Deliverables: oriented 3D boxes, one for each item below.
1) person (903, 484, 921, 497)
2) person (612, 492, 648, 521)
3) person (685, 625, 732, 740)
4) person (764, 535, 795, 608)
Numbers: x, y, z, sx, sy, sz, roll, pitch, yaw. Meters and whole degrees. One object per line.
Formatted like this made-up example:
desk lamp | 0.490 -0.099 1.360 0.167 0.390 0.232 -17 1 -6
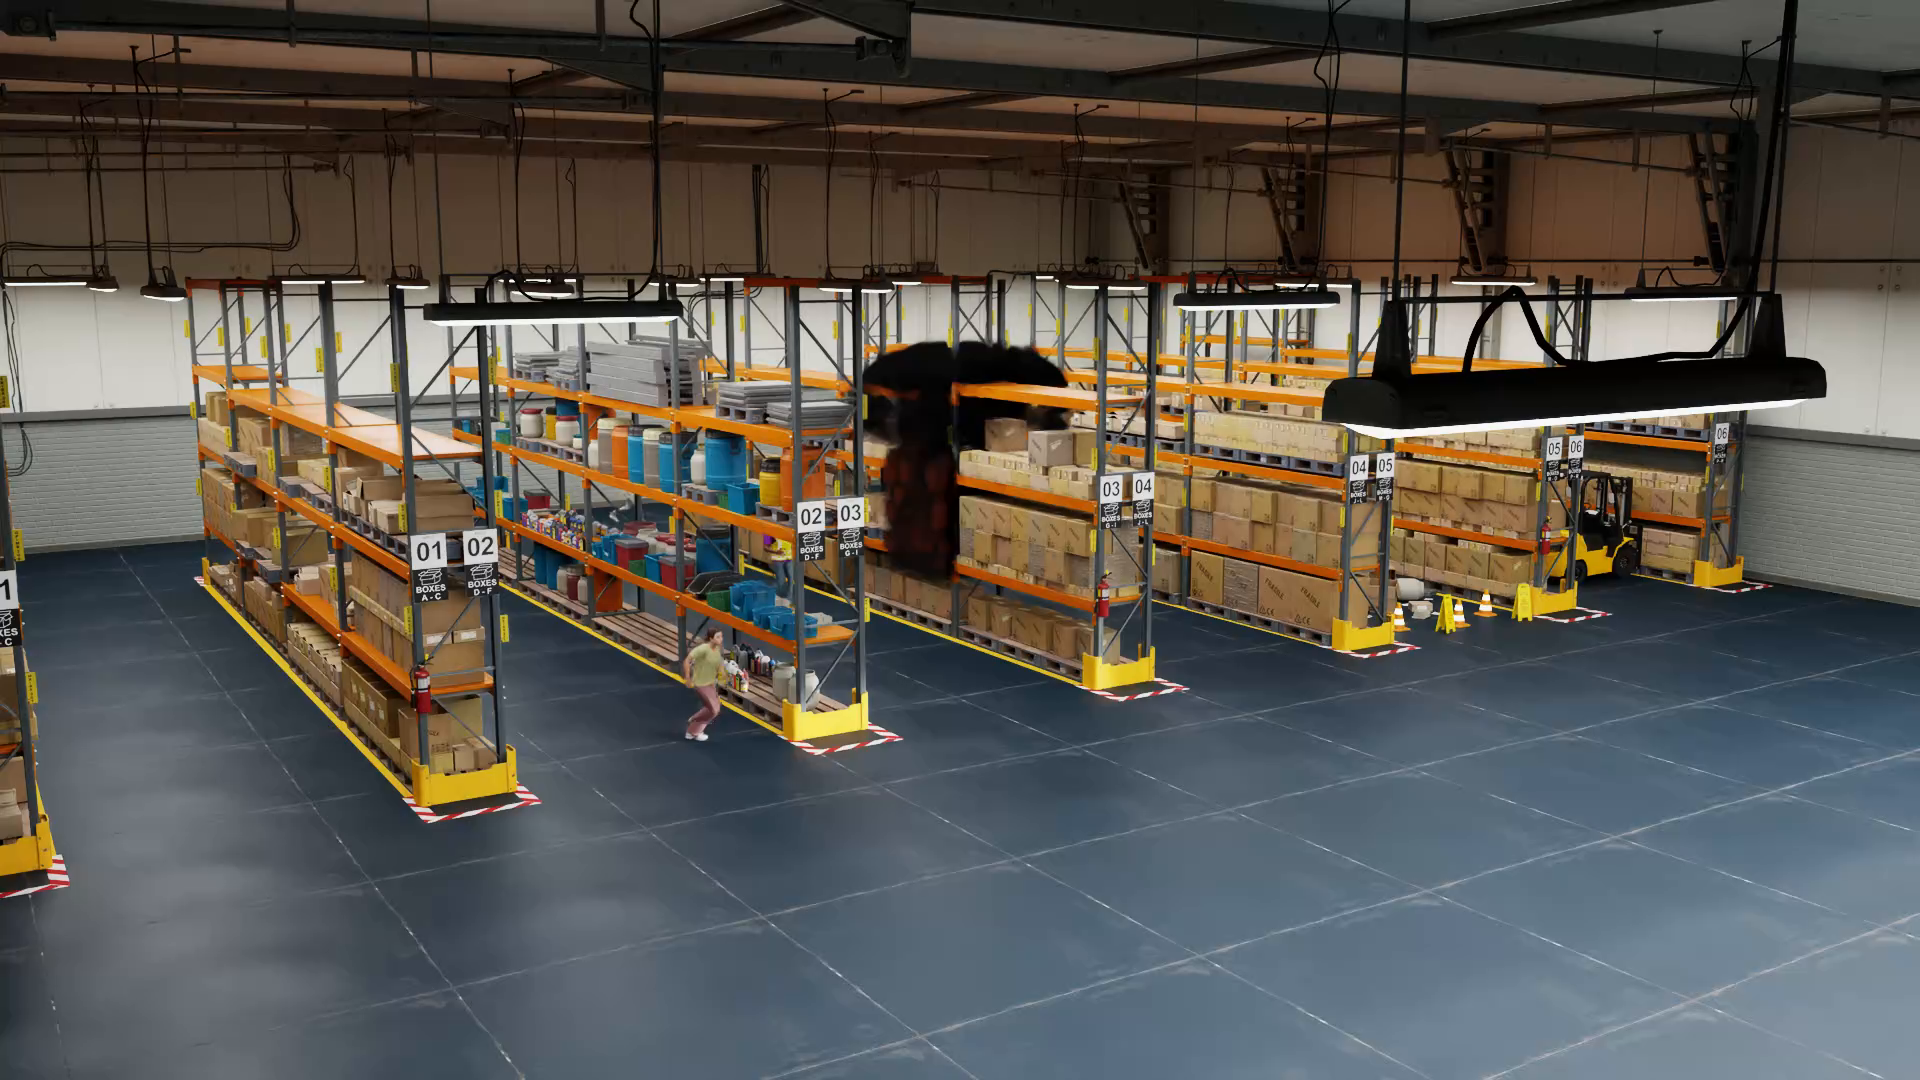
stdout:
person | -1.229 -1.824 43.583 0.653 1.735 0.589 6 11 33
person | -7.777 -1.032 39.464 1.027 1.604 0.500 0 10 0
person | -3.325 1.901 21.944 0.669 1.590 0.601 5 11 26
person | -3.054 0.360 28.939 0.708 1.739 0.645 -8 13 -40
